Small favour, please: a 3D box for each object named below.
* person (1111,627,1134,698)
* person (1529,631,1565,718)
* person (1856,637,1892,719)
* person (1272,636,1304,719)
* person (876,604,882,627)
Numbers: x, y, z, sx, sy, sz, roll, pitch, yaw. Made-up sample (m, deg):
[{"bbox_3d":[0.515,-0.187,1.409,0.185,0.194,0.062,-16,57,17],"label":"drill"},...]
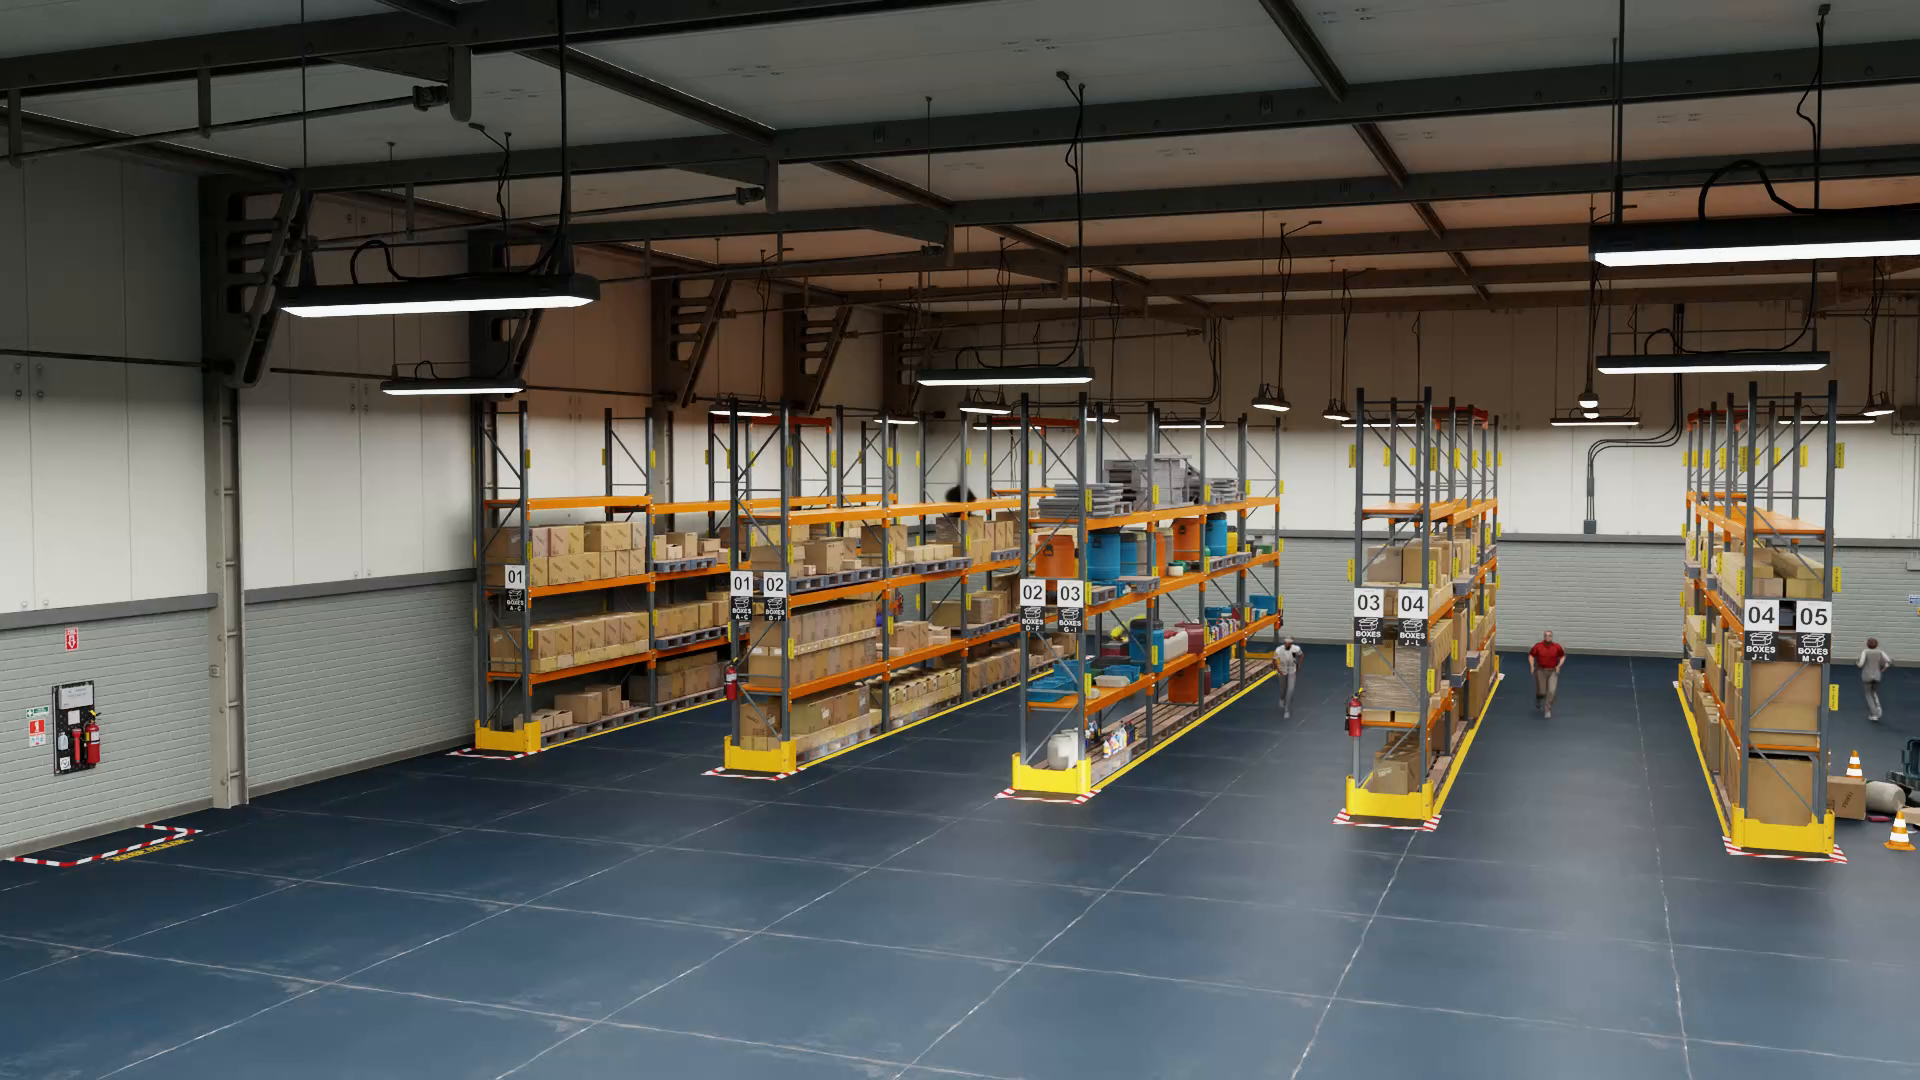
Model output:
[{"bbox_3d":[3.358,2.547,34.473,0.982,1.520,0.745,-2,4,-42],"label":"person"},{"bbox_3d":[11.458,2.600,32.460,0.674,1.686,0.638,0,3,8],"label":"person"},{"bbox_3d":[17.533,2.649,31.978,0.547,1.562,0.604,0,3,6],"label":"person"},{"bbox_3d":[6.398,2.641,32.546,0.603,1.633,0.960,0,3,0],"label":"person"},{"bbox_3d":[-1.970,2.312,38.764,0.487,1.670,0.802,1,3,11],"label":"person"}]
